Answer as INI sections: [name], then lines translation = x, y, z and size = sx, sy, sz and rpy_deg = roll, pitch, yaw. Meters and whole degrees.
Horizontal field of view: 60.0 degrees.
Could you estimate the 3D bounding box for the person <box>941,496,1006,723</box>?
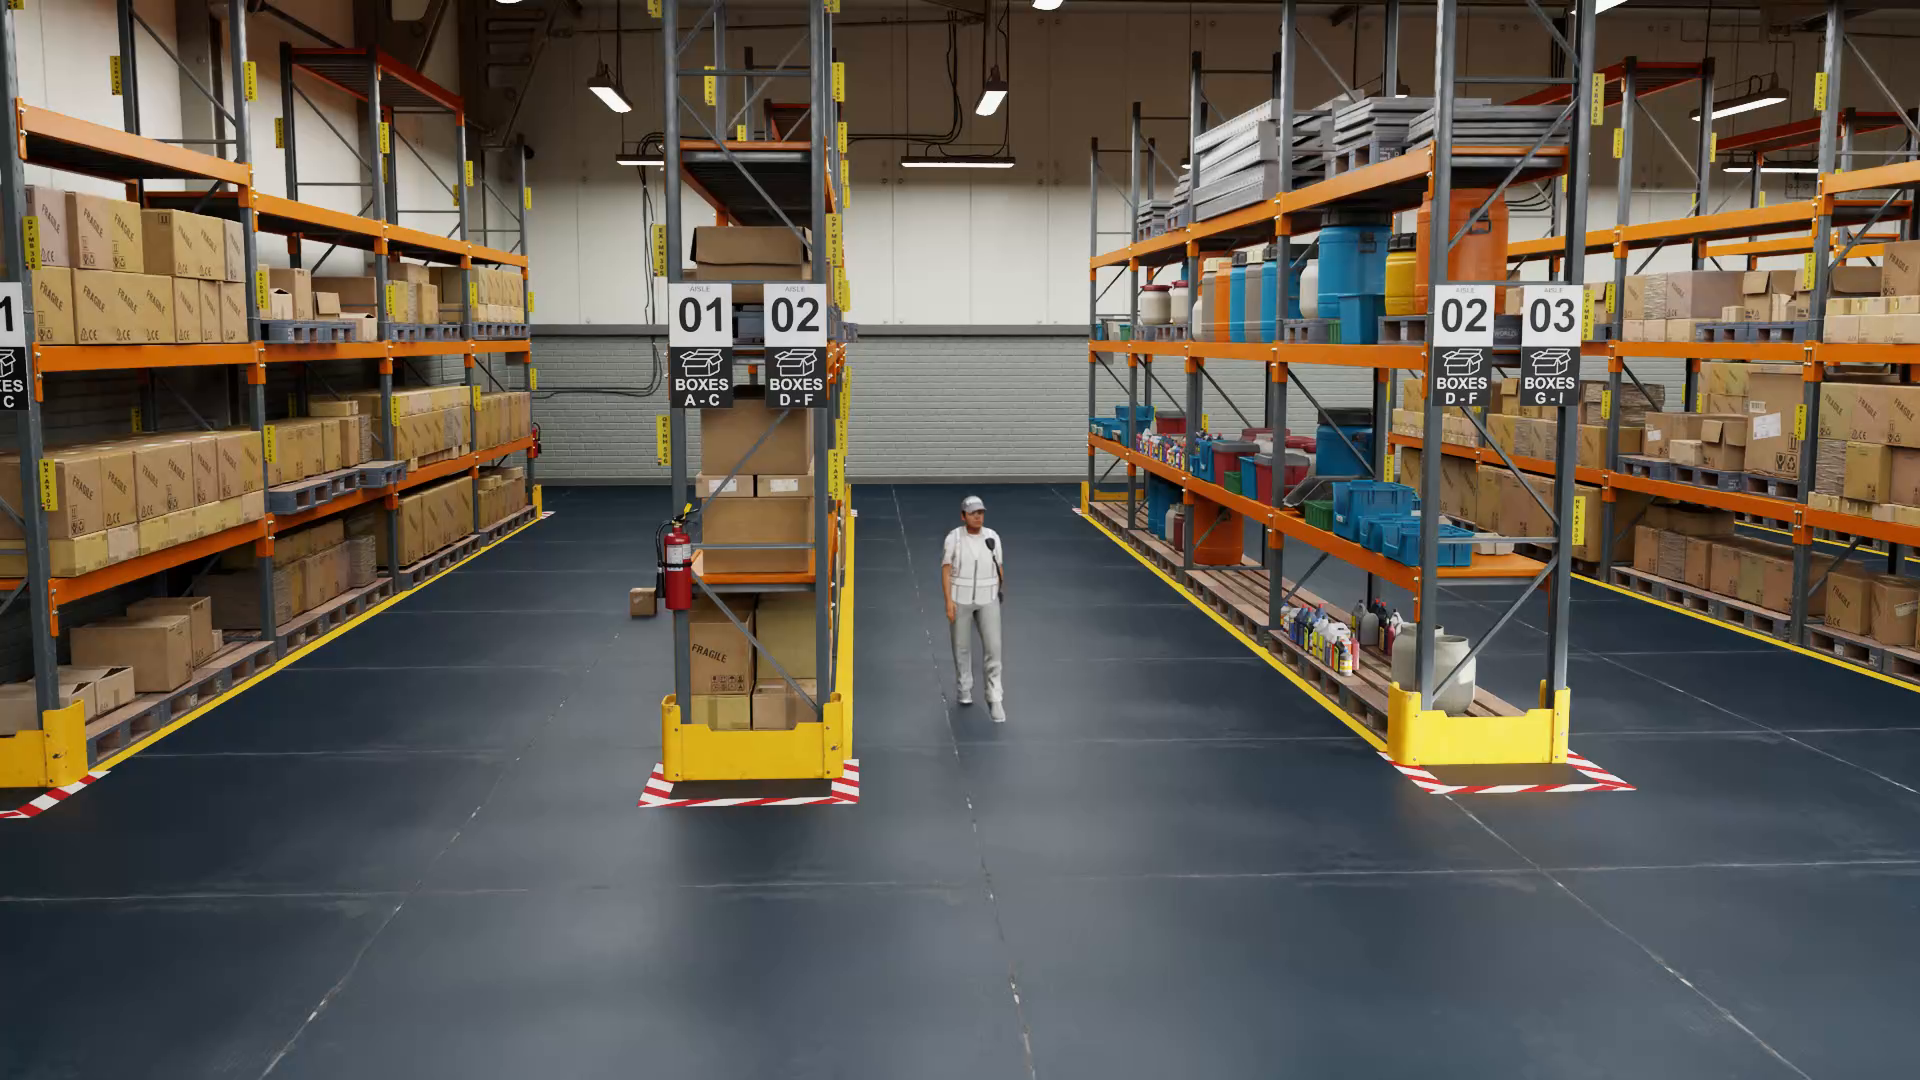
[person]
translation = 0.100, 0.493, 12.638
size = 0.478, 1.637, 0.873
rpy_deg = 0, 7, -3
